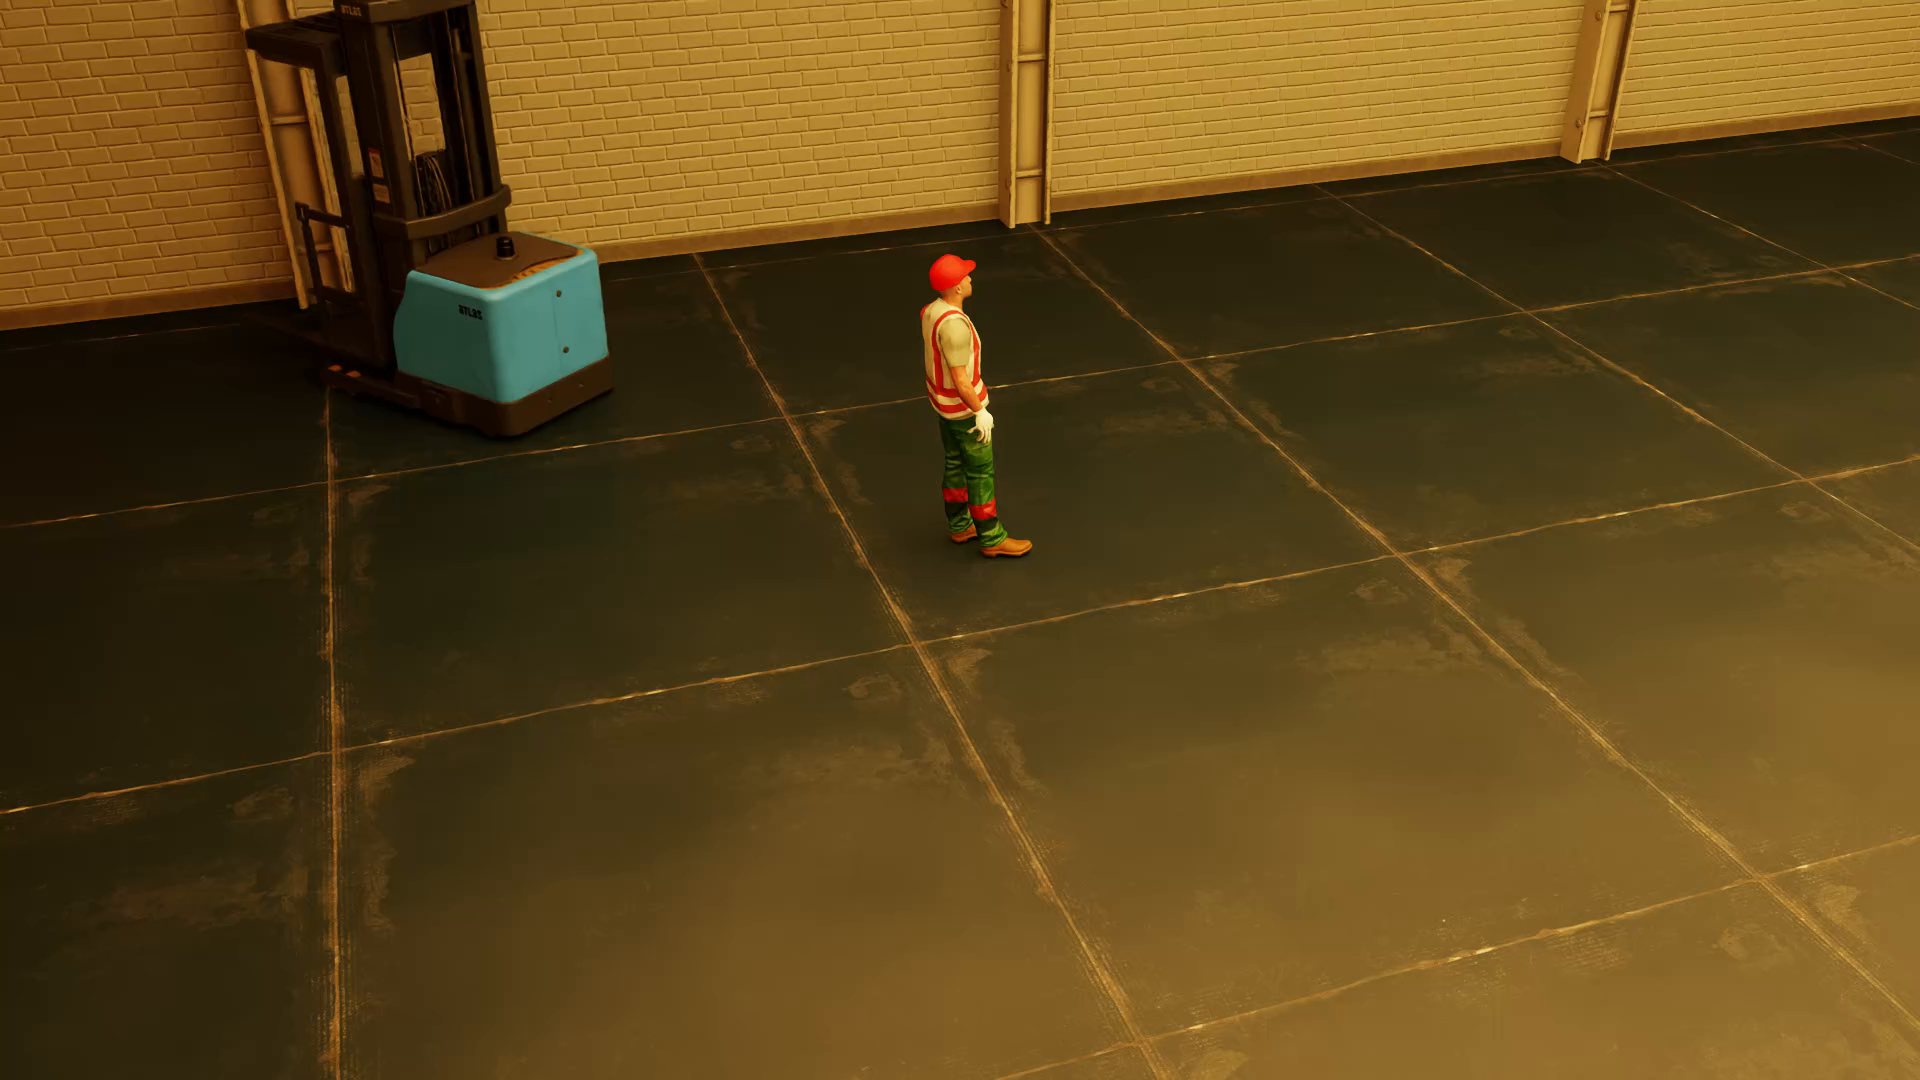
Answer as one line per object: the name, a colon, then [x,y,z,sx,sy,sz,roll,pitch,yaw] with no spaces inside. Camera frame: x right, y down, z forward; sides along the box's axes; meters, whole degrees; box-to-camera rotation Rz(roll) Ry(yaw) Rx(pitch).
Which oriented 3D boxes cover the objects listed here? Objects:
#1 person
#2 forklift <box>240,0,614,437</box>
person: [0.080,-0.789,9.588,0.564,1.787,0.637,-10,31,-16]
forklift: [-3.968,-2.505,11.441,3.031,2.935,1.130,18,34,28]
